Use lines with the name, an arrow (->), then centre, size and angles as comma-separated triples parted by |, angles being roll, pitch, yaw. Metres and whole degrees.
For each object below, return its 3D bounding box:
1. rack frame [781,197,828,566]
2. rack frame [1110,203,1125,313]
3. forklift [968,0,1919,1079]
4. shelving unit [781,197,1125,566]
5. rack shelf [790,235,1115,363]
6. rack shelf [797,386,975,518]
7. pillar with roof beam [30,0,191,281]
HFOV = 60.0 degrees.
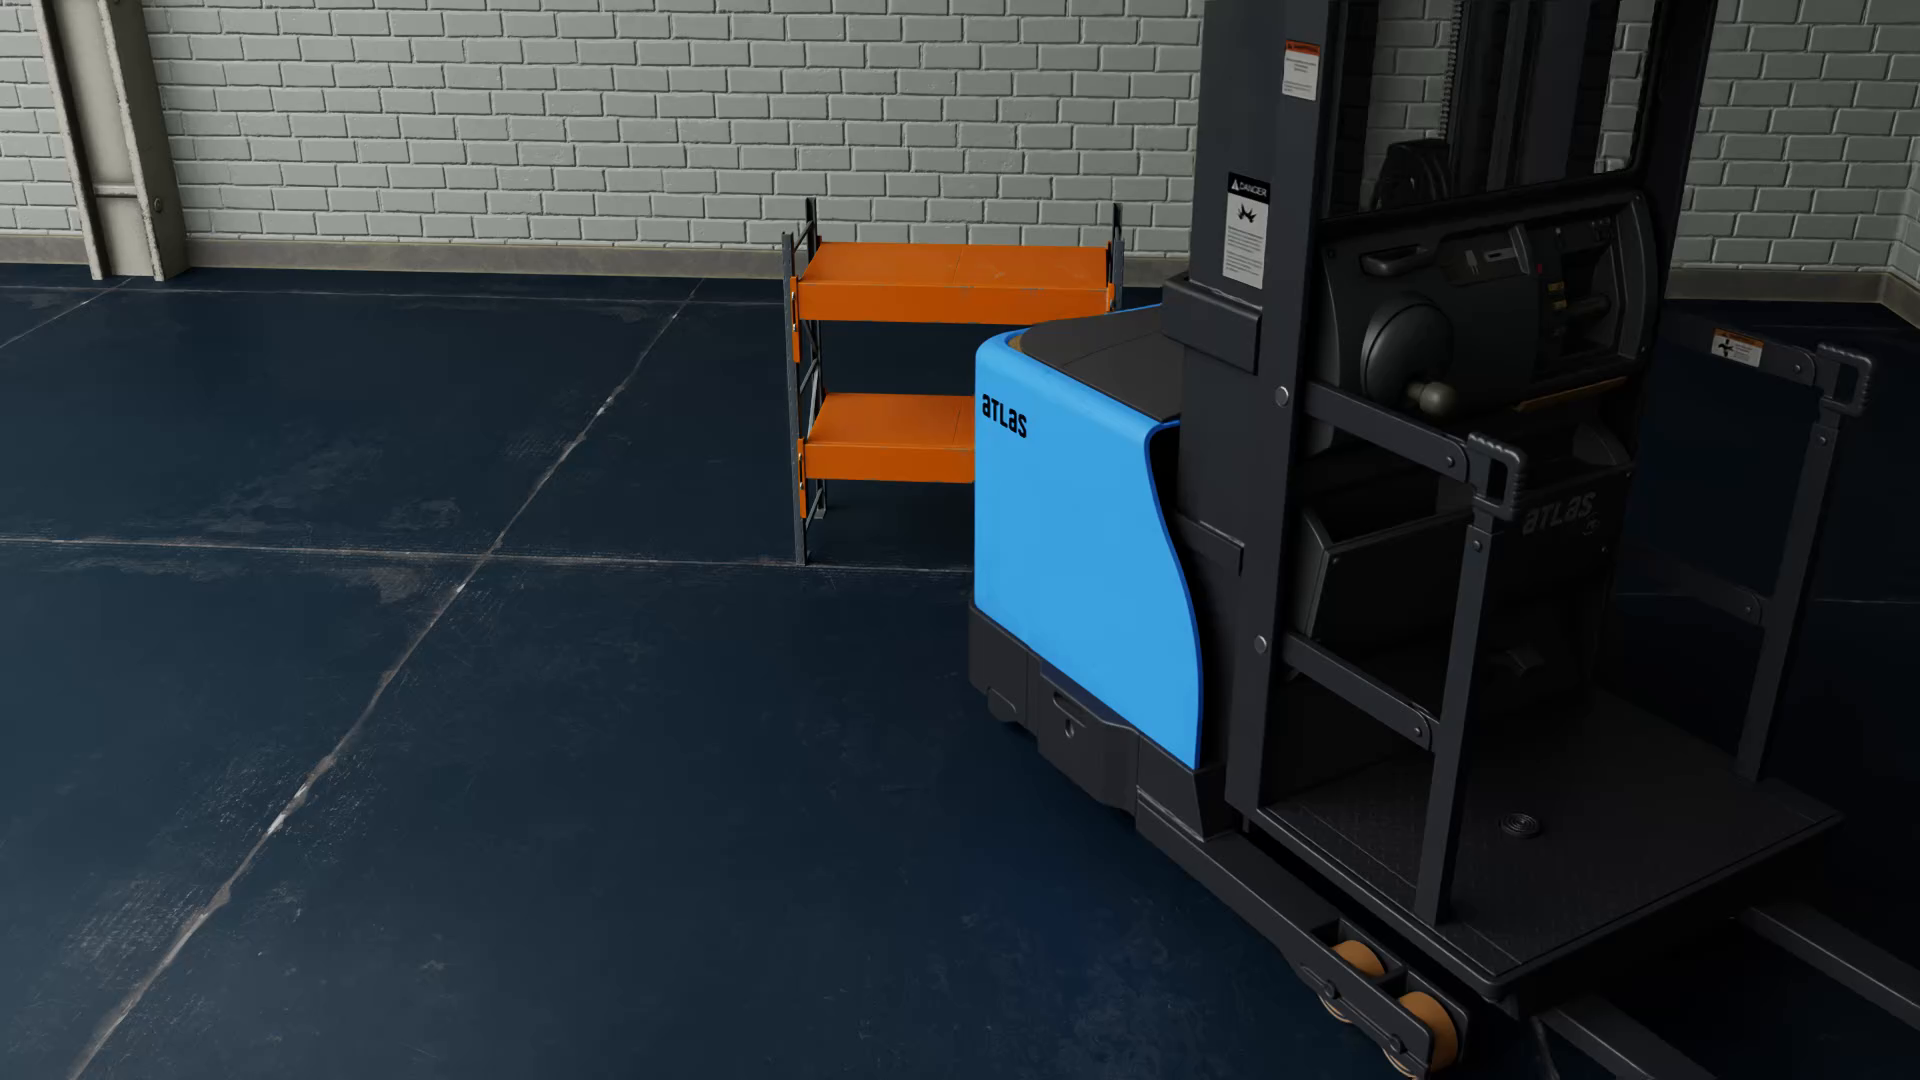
rack frame -> -0.514, -0.527, 5.551 | 0.032, 1.125, 0.500 | 2, 25, 4
rack frame -> 0.500, -0.495, 5.480 | 0.032, 1.125, 0.500 | 2, 25, 4
forklift -> 1.212, -0.463, 3.250 | 1.130, 2.935, 3.031 | -14, 28, -28
shelving unit -> -0.007, -0.511, 5.515 | 1.048, 1.125, 0.538 | 2, 25, 4
rack shelf -> -0.007, -0.777, 5.393 | 1.000, 0.278, 0.538 | 2, 25, 4
rack shelf -> -0.007, -0.289, 5.618 | 1.000, 0.278, 0.538 | 2, 25, 4
pillar with roof beam -> -4.674, -3.719, 3.067 | 0.400, 9.000, 9.100 | 2, 25, 4
